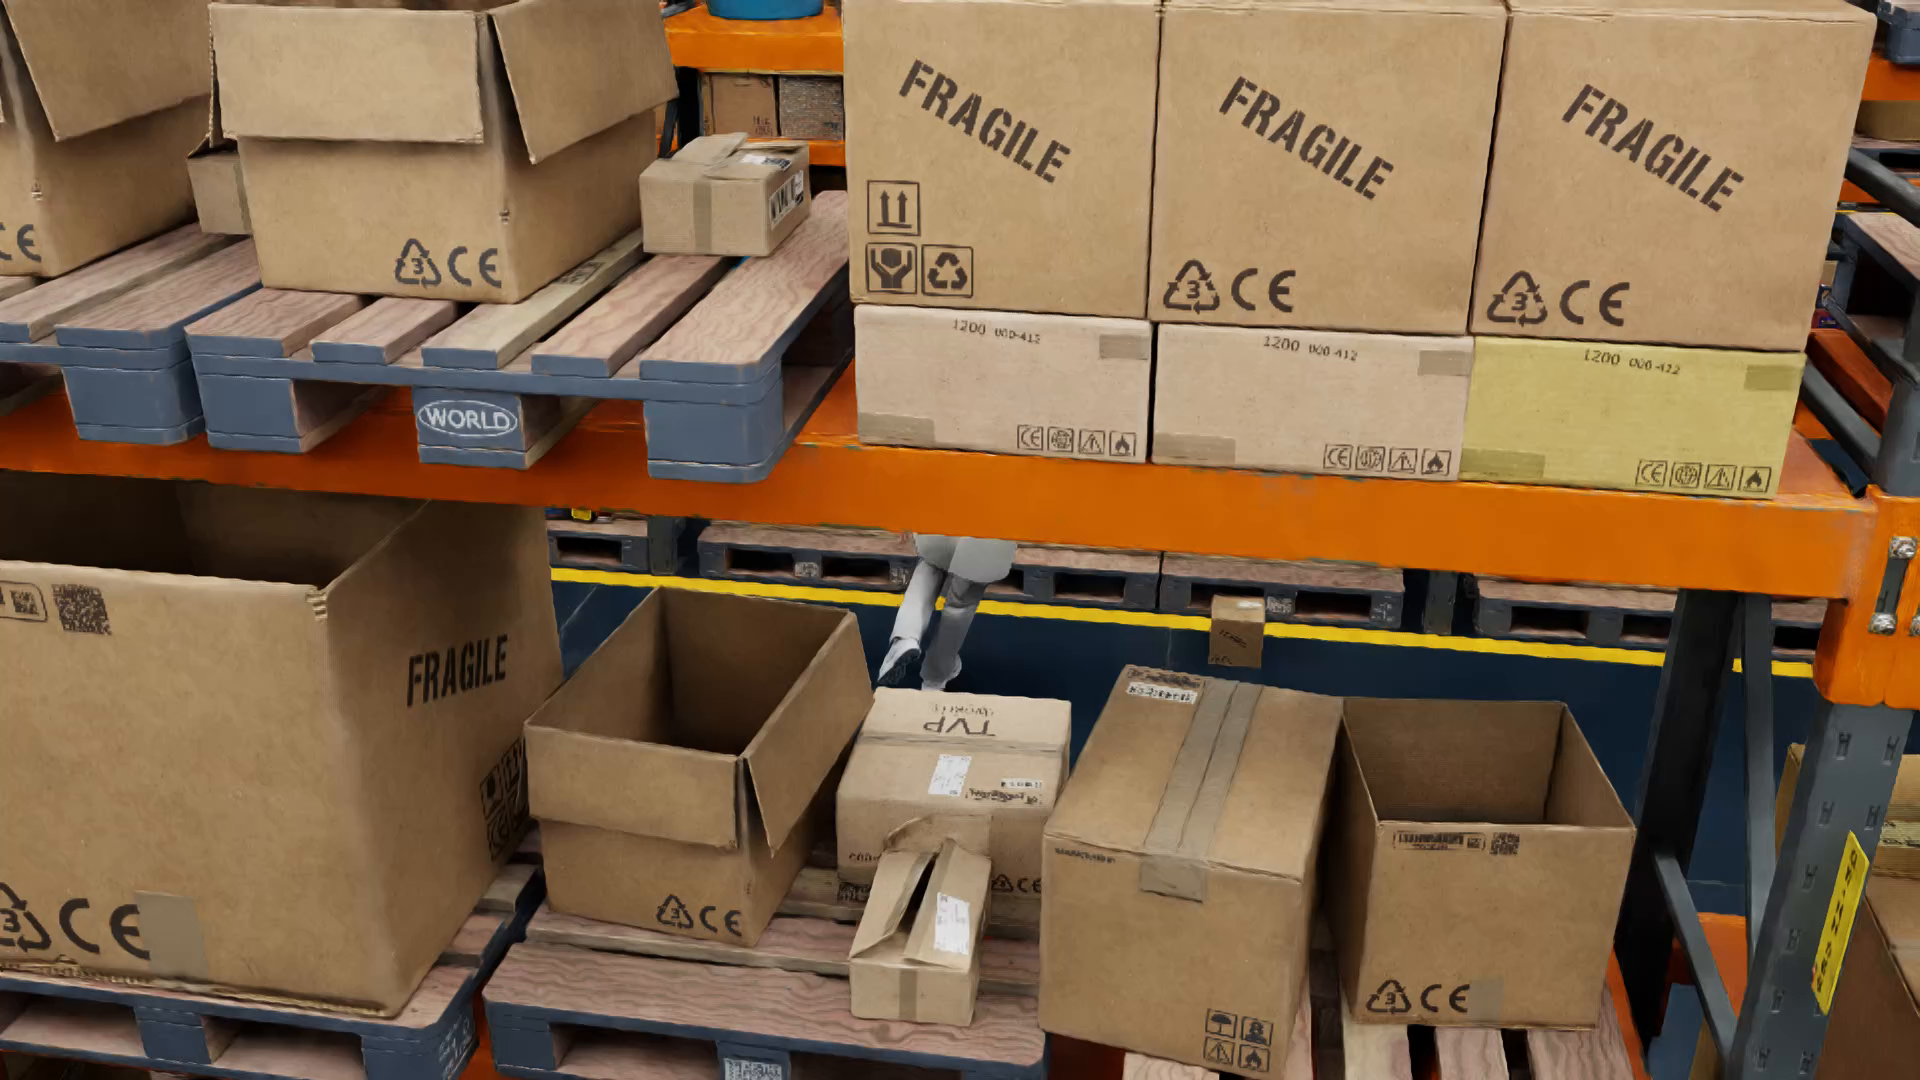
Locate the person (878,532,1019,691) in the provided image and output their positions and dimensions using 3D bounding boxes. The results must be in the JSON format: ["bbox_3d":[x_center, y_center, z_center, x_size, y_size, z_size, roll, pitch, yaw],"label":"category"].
[{"bbox_3d":[0.031,-0.078,7.313,0.740,1.742,0.607,7,25,14],"label":"person"}]
